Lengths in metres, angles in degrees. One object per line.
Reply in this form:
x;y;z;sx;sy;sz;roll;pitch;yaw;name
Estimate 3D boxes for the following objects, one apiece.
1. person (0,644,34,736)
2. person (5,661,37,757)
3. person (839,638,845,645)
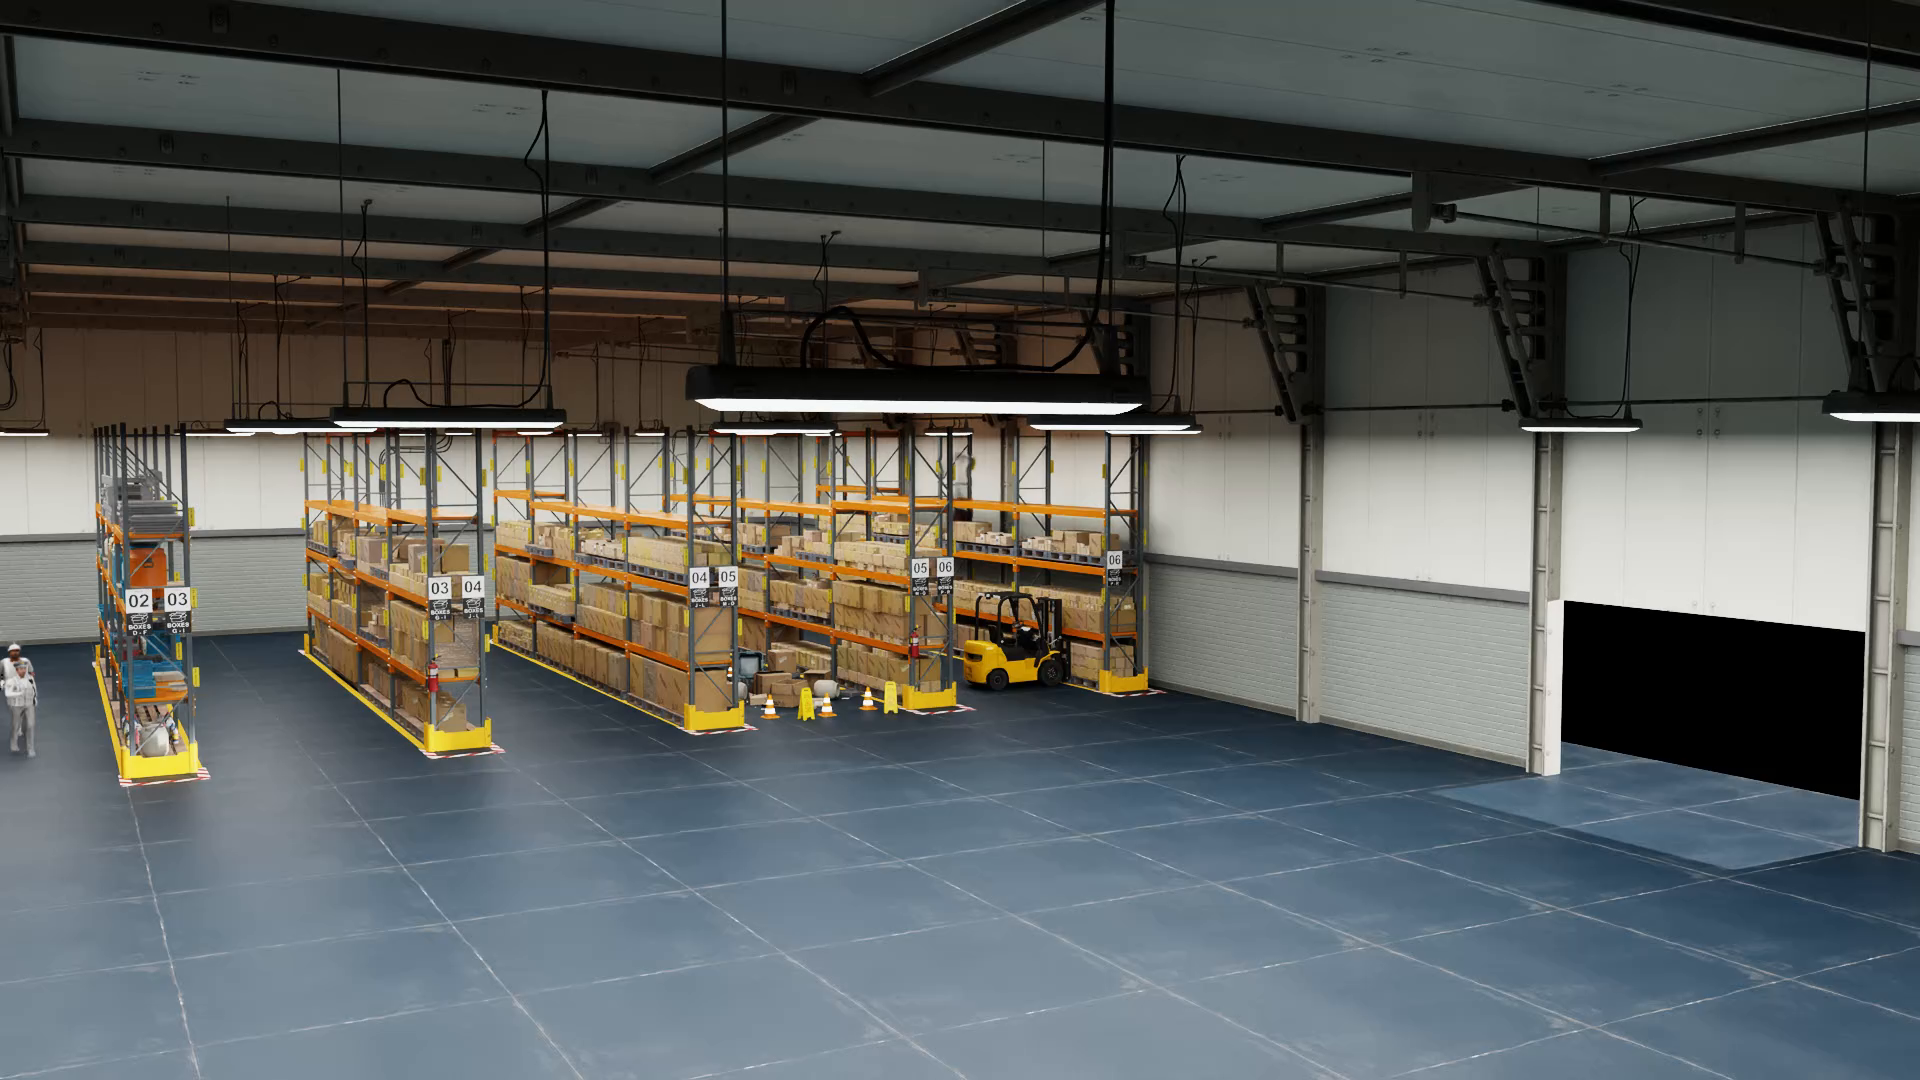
-18.370;2.899;32.331;0.681;1.759;0.778;-3;4;-36;person
-17.000;3.034;30.123;0.883;1.720;0.589;3;5;44;person
-2.945;2.175;43.694;0.667;1.790;1.002;-2;4;-31;person
